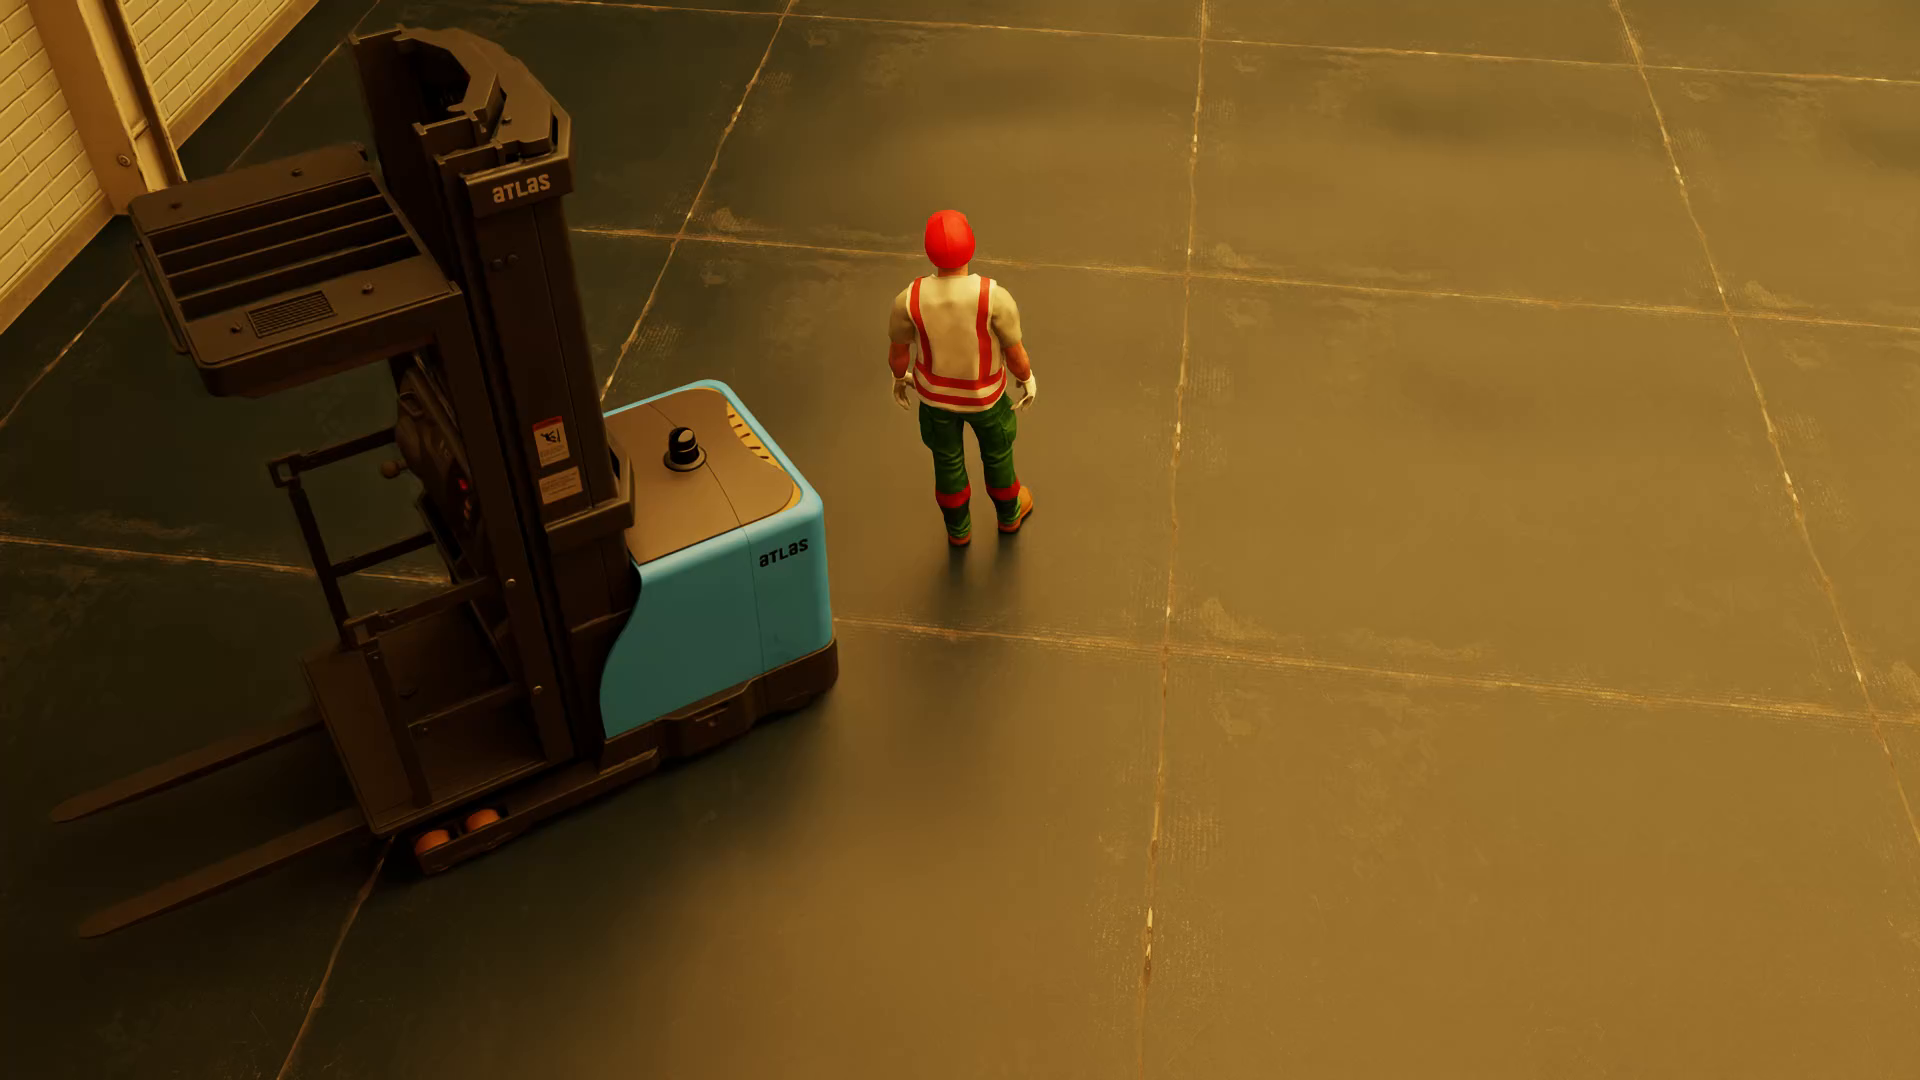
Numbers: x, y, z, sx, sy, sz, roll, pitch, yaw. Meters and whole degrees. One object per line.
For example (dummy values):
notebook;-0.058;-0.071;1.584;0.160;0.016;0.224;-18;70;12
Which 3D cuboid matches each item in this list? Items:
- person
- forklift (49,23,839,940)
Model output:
person;0.022;-0.717;7.338;0.638;1.787;0.564;5;43;6
forklift;-2.049;-0.199;5.941;3.031;2.935;1.130;-22;47;-22
